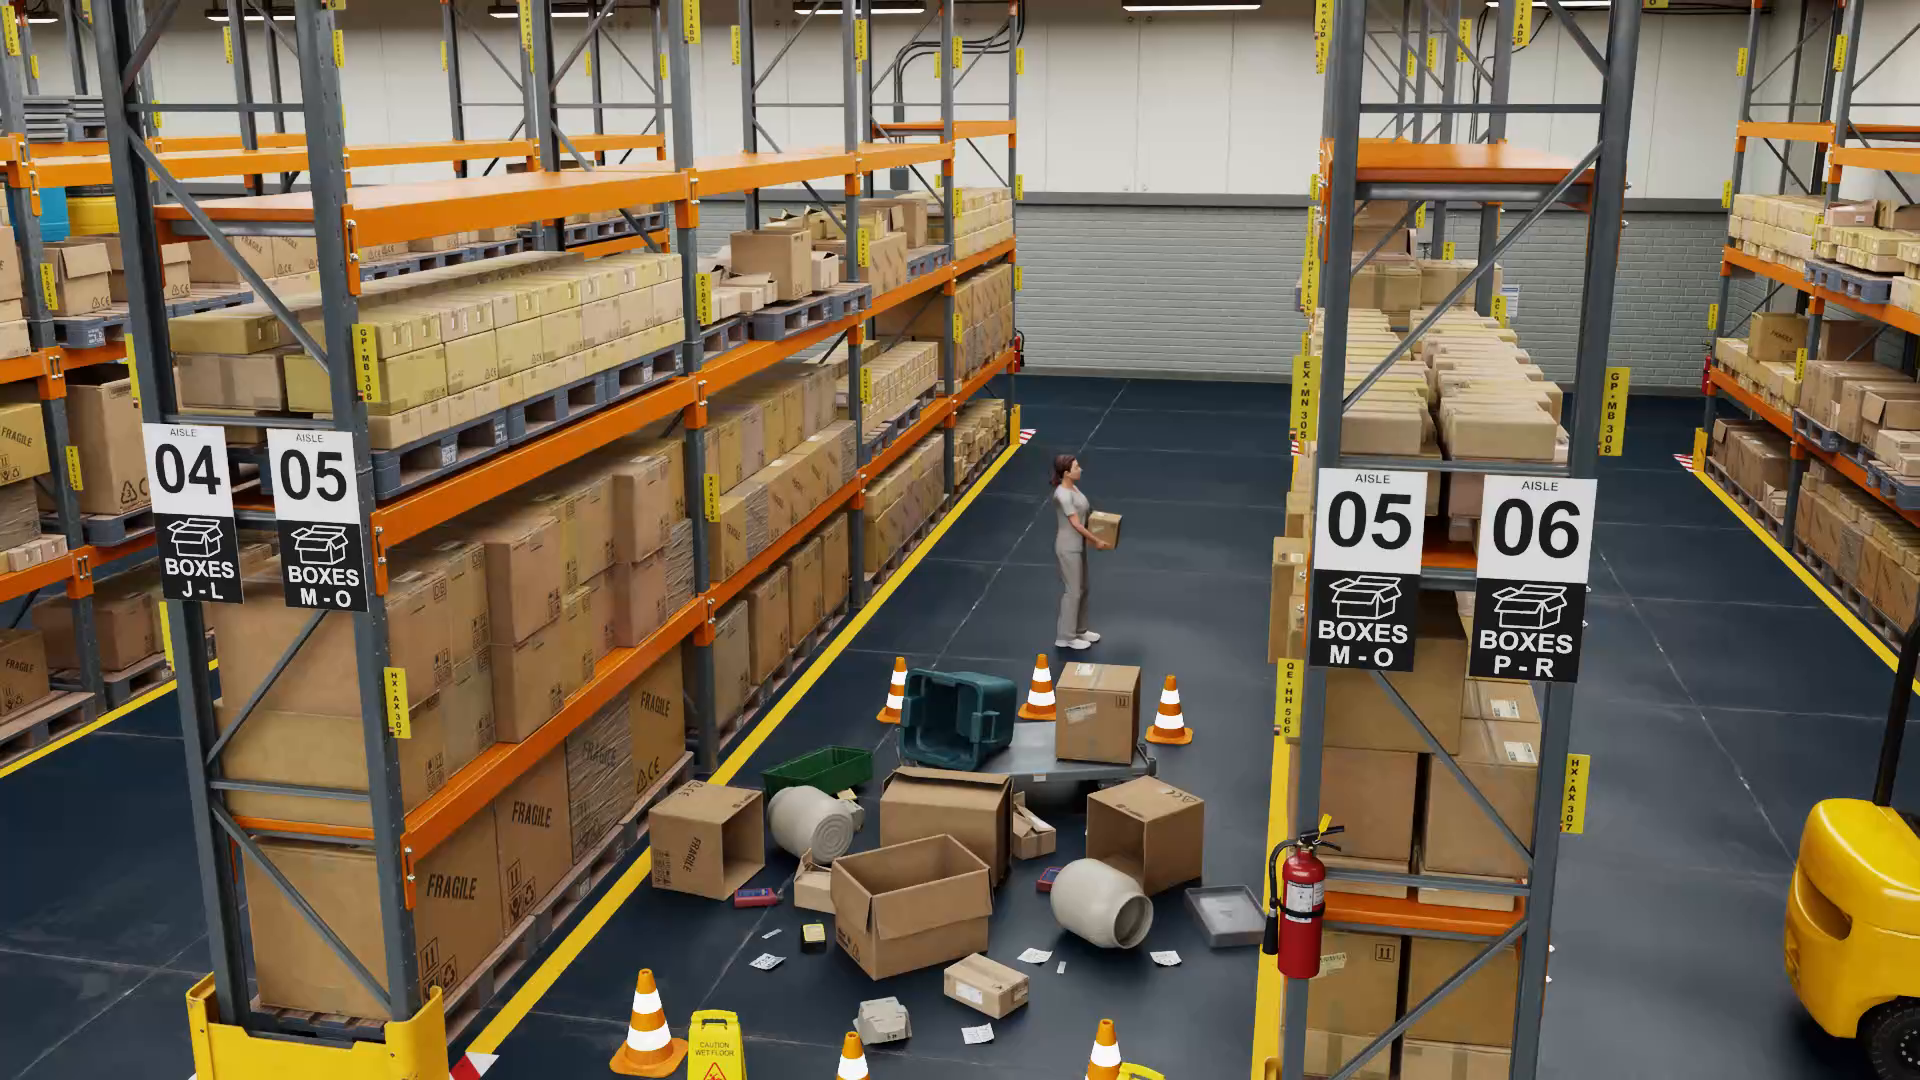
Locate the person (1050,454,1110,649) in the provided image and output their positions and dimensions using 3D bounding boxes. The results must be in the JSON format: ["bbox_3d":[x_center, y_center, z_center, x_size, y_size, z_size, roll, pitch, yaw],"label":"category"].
[{"bbox_3d":[1.030,0.089,14.203,0.550,1.662,0.436,3,15,12],"label":"person"}]
